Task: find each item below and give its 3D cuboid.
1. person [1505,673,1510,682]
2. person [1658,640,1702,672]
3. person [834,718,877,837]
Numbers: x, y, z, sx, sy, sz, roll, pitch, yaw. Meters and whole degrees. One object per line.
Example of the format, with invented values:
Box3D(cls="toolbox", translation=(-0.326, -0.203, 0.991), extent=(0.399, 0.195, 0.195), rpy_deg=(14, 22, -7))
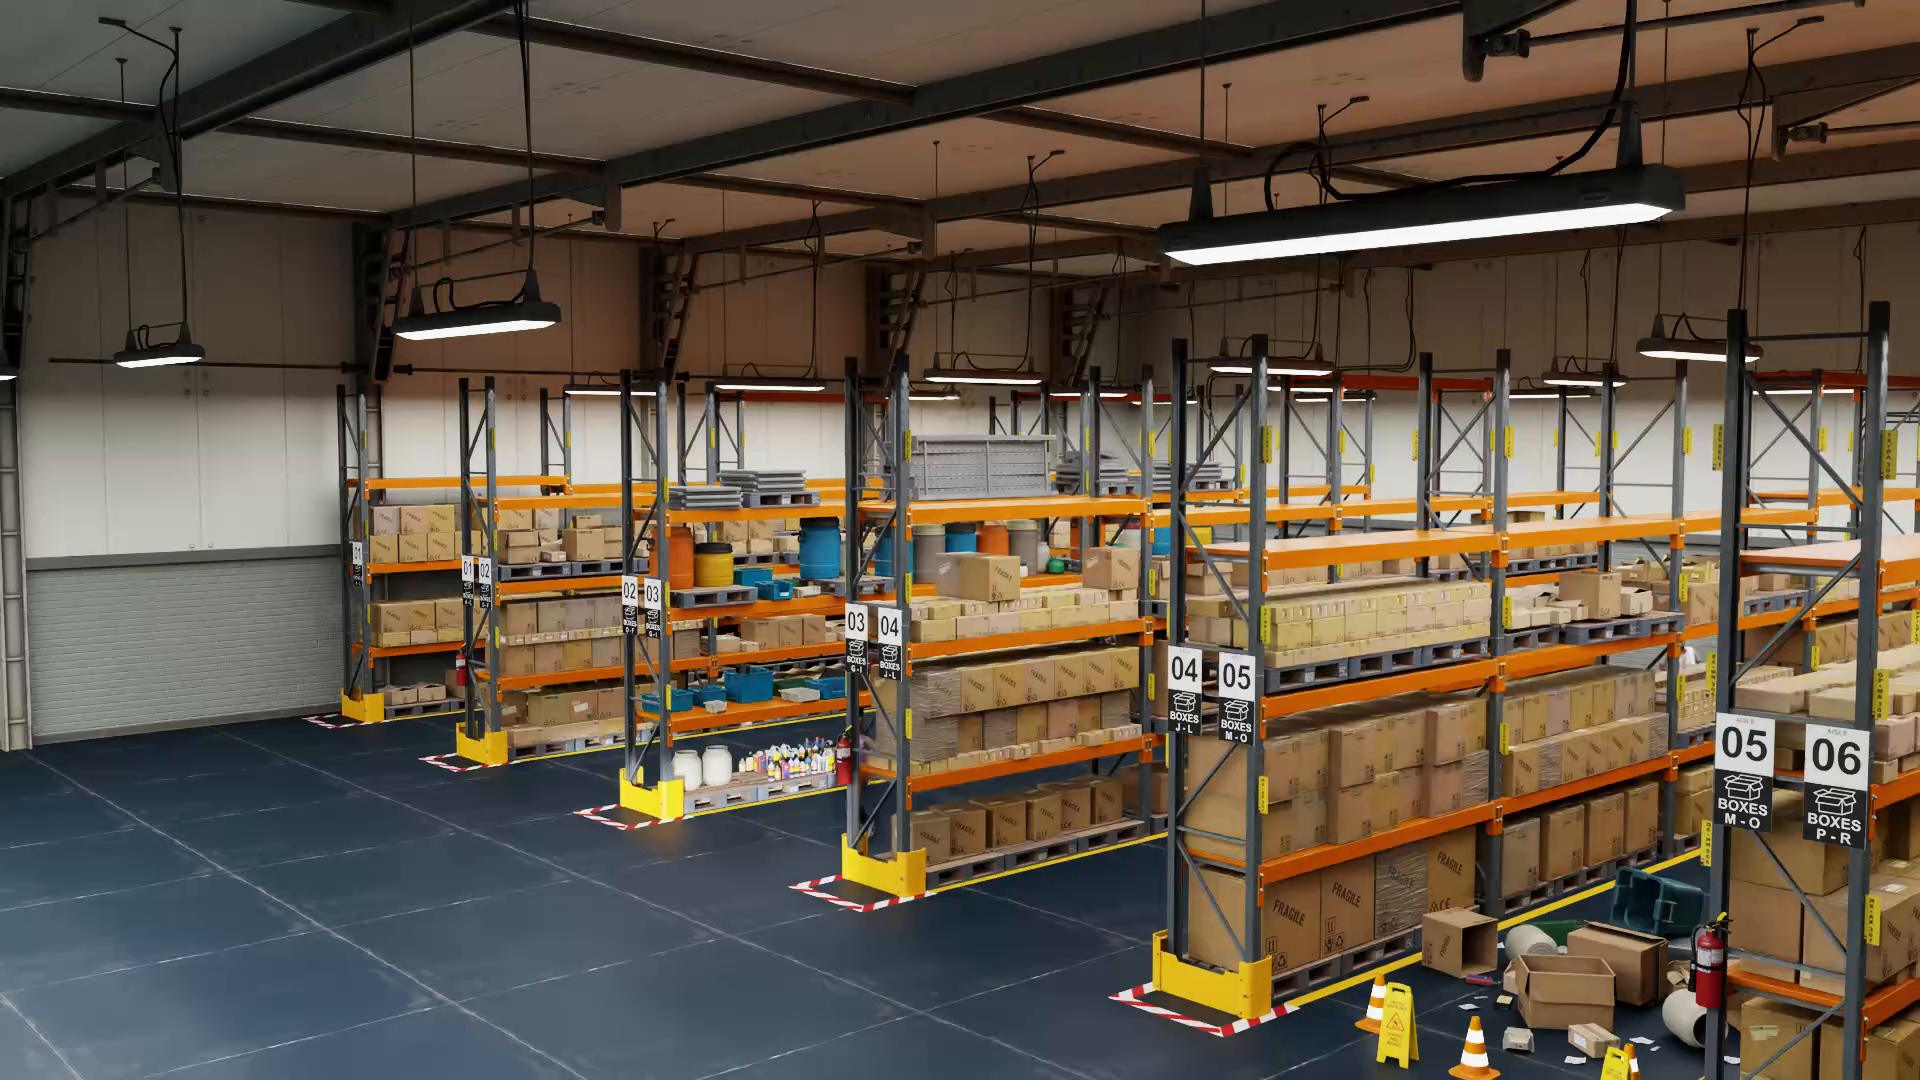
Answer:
Box3D(cls="person", translation=(7.887, 2.718, 24.214), extent=(0.709, 1.737, 0.640), rpy_deg=(4, 5, 43))
Box3D(cls="person", translation=(12.376, 2.440, 28.543), extent=(0.706, 1.718, 0.861), rpy_deg=(0, 4, 2))
Box3D(cls="person", translation=(-1.311, 3.001, 20.881), extent=(0.536, 1.565, 0.585), rpy_deg=(4, 5, 44))
